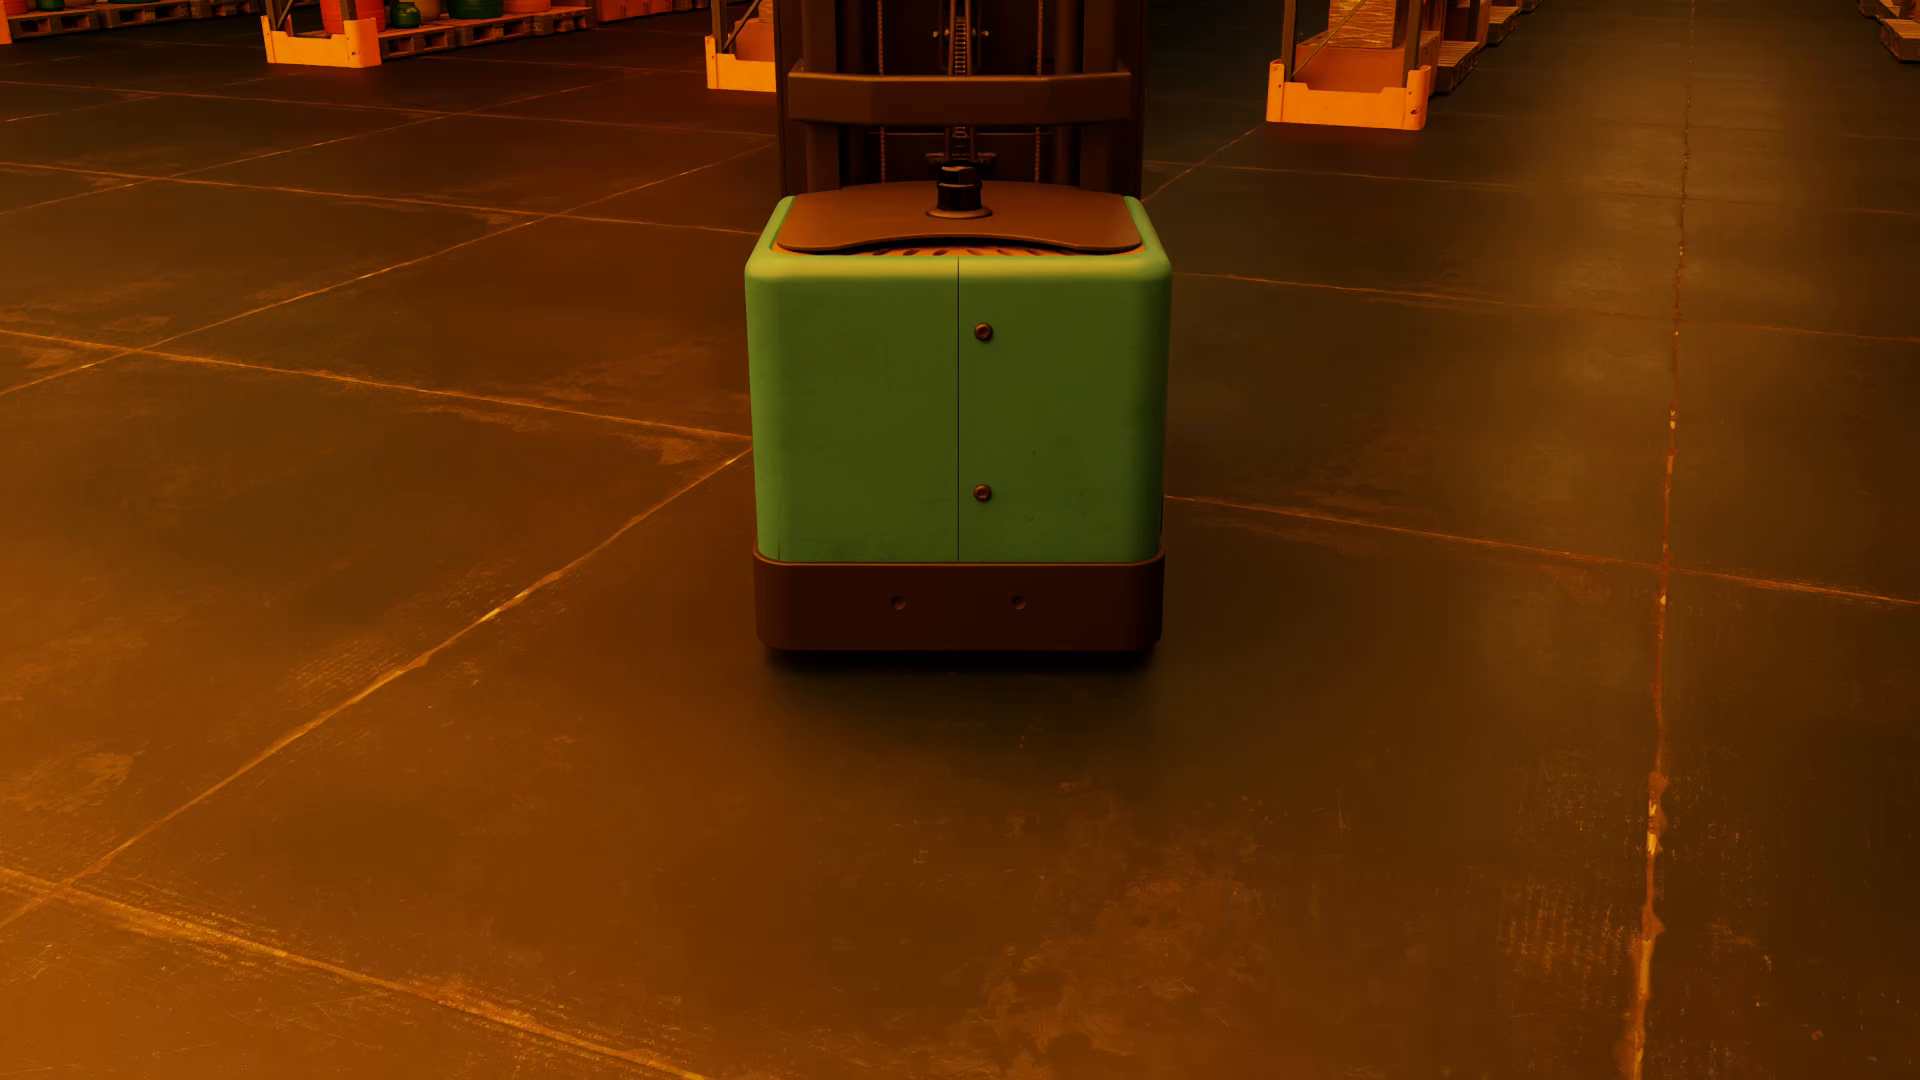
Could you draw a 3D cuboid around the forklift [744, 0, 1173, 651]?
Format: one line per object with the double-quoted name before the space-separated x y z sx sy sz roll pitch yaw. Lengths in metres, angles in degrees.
"forklift" 0.002 -1.587 5.089 1.130 2.935 3.031 0 23 0
